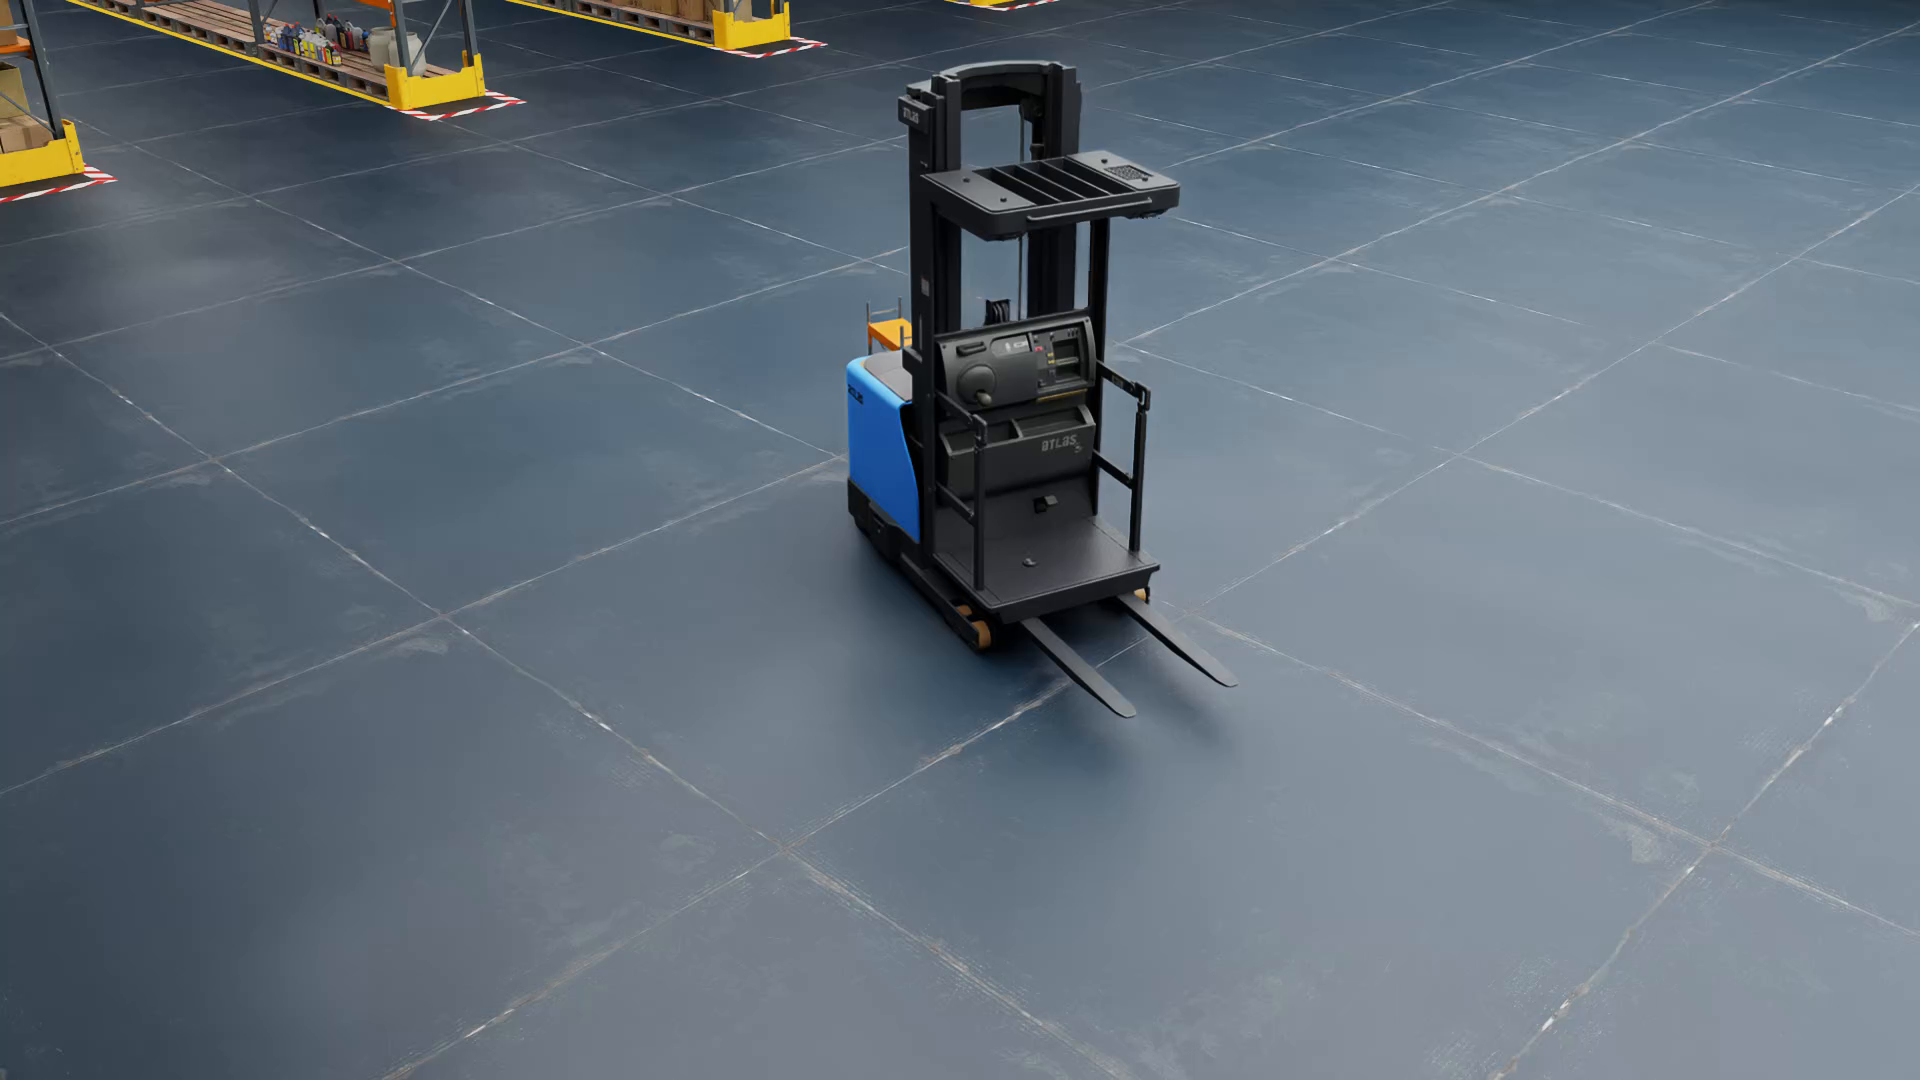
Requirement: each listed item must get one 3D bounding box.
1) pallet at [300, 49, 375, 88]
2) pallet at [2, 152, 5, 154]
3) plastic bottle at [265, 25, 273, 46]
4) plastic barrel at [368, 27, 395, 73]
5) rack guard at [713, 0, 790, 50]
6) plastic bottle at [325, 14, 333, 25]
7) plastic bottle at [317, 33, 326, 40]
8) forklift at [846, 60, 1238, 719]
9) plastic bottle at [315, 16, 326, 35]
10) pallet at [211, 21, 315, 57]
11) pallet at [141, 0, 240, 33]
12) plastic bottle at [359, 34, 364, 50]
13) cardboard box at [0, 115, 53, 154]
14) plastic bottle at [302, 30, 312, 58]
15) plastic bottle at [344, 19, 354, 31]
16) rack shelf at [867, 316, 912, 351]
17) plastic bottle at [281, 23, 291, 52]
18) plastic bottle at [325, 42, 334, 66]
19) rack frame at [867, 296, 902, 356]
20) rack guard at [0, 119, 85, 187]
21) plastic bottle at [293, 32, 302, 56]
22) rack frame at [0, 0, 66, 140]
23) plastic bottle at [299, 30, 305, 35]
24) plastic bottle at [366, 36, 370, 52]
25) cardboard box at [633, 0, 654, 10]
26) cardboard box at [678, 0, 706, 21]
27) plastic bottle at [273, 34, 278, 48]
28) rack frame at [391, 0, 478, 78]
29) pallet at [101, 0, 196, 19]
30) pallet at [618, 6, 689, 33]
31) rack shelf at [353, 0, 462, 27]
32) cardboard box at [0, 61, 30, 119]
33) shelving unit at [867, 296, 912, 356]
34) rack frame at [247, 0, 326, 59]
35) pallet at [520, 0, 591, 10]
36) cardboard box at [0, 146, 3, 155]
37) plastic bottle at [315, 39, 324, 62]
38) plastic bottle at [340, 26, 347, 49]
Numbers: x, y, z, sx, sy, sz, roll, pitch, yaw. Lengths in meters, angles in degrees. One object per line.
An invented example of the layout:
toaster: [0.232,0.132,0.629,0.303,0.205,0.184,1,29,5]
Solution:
pallet: [-7.905,-6.211,21.834,1.213,0.211,1.003,25,36,38]
pallet: [-10.427,-4.130,17.877,1.213,0.211,1.003,25,36,38]
plastic bottle: [-9.309,-6.814,22.444,0.097,0.271,0.097,0,28,0]
plastic barrel: [-7.257,-6.208,21.056,0.421,0.512,0.421,0,28,0]
rack guard: [-2.958,-7.333,23.658,0.348,0.500,1.175,25,36,38]
plastic bottle: [-8.568,-6.984,22.682,0.185,0.351,0.144,23,36,37]
plastic bottle: [-8.421,-6.521,21.882,0.135,0.276,0.152,25,36,38]
forklift: [0.420,-0.928,8.866,1.130,2.935,3.031,-13,31,-24]
plastic bottle: [-8.669,-6.936,22.591,0.185,0.351,0.144,25,36,38]
pallet: [-9.816,-7.085,23.497,1.213,0.211,1.003,25,36,38]
pallet: [-11.556,-7.881,25.011,1.213,0.211,1.003,25,36,38]
plastic bottle: [-7.984,-6.666,22.238,0.097,0.201,0.097,0,28,0]
cardboard box: [-10.078,-4.346,17.795,0.500,0.250,0.500,25,36,38]
plastic bottle: [-8.506,-6.497,21.756,0.185,0.351,0.144,24,36,38]
plastic bottle: [-8.200,-6.816,22.362,0.185,0.351,0.144,24,36,38]
rack shelf: [-0.370,-1.249,10.492,0.258,0.148,0.480,-13,31,-24]
plastic bottle: [-8.944,-6.697,22.137,0.144,0.351,0.185,-24,36,-38]
plastic bottle: [-8.090,-6.249,21.357,0.061,0.283,0.133,-24,36,-38]
rack frame: [-0.482,-1.002,10.867,0.240,1.200,0.015,-13,31,-24]
rack guard: [-9.835,-4.014,17.346,0.348,0.500,1.175,25,36,38]
plastic bottle: [-8.721,-6.538,21.907,0.061,0.283,0.133,-23,36,-37]
rack frame: [-9.852,-5.128,16.780,0.127,3.000,1.000,25,36,38]
plastic bottle: [-8.756,-6.655,22.142,0.097,0.271,0.097,0,28,0]
plastic bottle: [-7.837,-6.599,22.110,0.097,0.201,0.097,0,28,0]
cardboard box: [-4.588,-8.294,25.036,0.500,0.500,0.500,21,34,34]
cardboard box: [-3.788,-7.887,24.261,0.500,0.500,0.500,-15,31,-27]
plastic bottle: [-9.164,-6.716,22.334,0.097,0.201,0.097,0,28,0]
rack frame: [-6.377,-6.771,19.903,0.127,3.000,1.000,25,36,38]
pallet: [-12.673,-8.390,25.980,1.213,0.211,1.003,25,36,38]
pallet: [-4.379,-7.880,25.009,1.213,0.211,1.003,25,36,38]
rack shelf: [-7.803,-7.105,21.312,4.000,0.370,1.077,25,36,38]
cardboard box: [-10.436,-4.840,17.929,0.500,0.500,0.500,25,36,38]
shelving unit: [-0.370,-0.901,10.675,0.258,1.200,0.503,-13,31,-24]
rack frame: [-9.229,-8.076,22.386,0.127,3.000,1.000,25,36,38]
pallet: [-6.313,-8.739,26.643,1.213,0.211,1.003,25,36,38]
cardboard box: [-10.442,-4.174,17.468,0.500,0.250,0.500,25,36,38]
plastic bottle: [-8.253,-6.350,21.558,0.135,0.276,0.152,23,36,37]
plastic bottle: [-8.254,-6.743,22.297,0.133,0.283,0.061,25,36,38]
